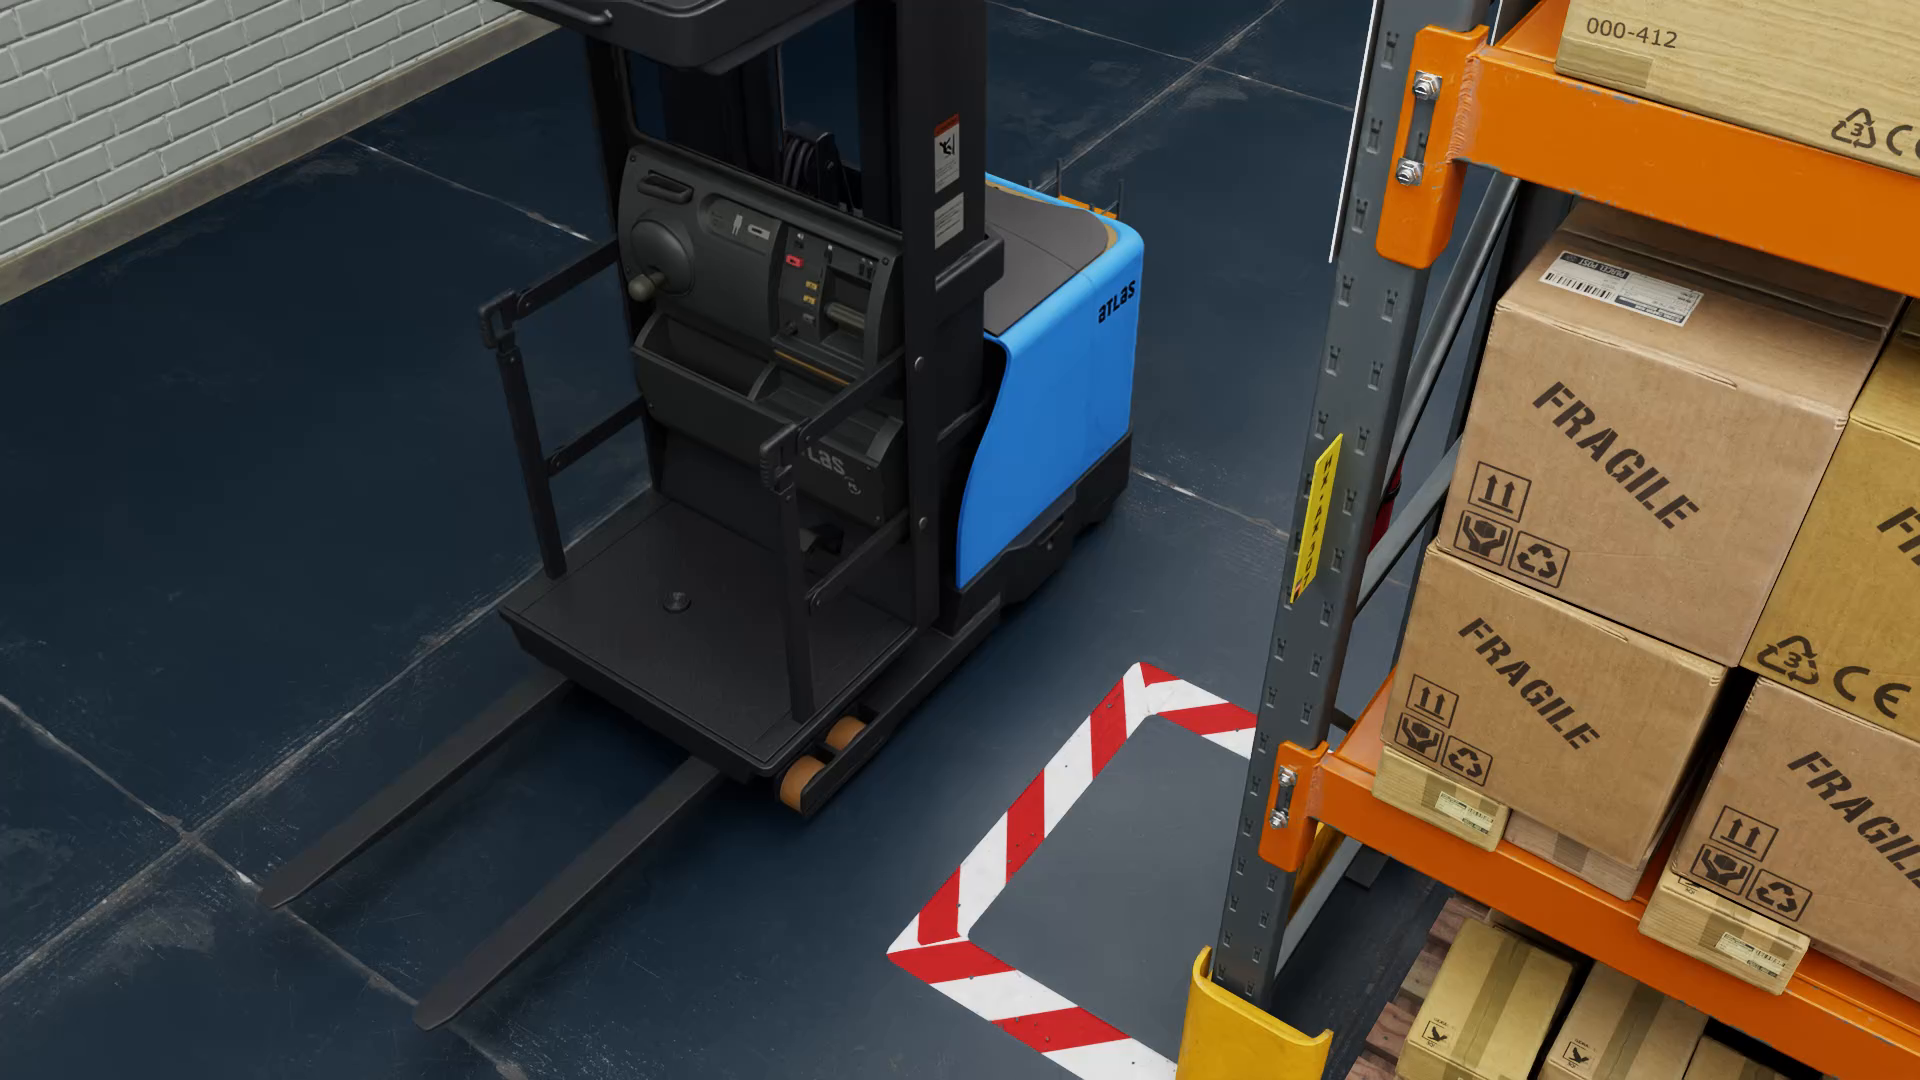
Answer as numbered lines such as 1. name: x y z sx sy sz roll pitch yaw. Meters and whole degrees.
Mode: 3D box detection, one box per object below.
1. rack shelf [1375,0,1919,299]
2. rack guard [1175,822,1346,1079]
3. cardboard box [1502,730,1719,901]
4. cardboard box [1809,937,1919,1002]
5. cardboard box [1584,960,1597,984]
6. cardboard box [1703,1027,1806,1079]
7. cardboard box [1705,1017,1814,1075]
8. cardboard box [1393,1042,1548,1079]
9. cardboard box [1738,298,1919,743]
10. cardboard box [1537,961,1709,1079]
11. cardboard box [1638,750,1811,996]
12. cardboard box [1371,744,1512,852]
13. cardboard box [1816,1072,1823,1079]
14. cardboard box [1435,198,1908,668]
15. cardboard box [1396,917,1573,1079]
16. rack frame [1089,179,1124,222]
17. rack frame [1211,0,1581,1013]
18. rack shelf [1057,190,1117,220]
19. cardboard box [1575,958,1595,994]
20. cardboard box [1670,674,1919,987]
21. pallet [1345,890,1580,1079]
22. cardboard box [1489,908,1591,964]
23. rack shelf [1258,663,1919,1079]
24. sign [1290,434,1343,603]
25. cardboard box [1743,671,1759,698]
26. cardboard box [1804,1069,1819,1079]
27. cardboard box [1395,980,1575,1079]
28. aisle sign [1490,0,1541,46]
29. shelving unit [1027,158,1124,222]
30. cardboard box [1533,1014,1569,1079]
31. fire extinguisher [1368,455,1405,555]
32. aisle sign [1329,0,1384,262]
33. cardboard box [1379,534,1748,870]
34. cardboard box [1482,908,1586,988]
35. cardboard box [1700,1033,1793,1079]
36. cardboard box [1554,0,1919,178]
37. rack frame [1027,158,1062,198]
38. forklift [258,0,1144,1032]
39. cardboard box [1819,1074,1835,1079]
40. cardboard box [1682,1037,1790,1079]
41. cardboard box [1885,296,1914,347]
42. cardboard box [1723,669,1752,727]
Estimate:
1. rack shelf: 2.568 -0.092 1.893 4.000 0.370 1.077 25 48 25
2. rack guard: 0.993 0.953 4.310 0.348 0.500 1.175 25 48 25
3. cardboard box: 1.240 0.464 3.171 0.250 0.149 0.380 27 48 27
4. cardboard box: 1.721 0.620 2.996 0.250 0.149 0.380 27 49 27
5. cardboard box: 1.710 0.963 4.024 0.250 0.149 0.380 24 47 24
6. cardboard box: 1.917 1.177 4.008 0.250 0.149 0.380 25 47 25
7. cardboard box: 1.953 1.031 3.948 0.250 0.149 0.380 23 47 24
8. cardboard box: 1.176 1.273 3.900 0.250 0.149 0.380 26 48 26
9. cardboard box: 1.563 -0.022 2.477 0.500 0.500 0.500 26 48 26
10. cardboard box: 1.460 1.102 3.645 0.250 0.149 0.380 26 48 26
11. cardboard box: 1.430 0.596 3.023 0.250 0.149 0.380 24 47 24
12. cardboard box: 1.008 0.389 3.254 0.250 0.149 0.380 25 47 25
13. cardboard box: 2.114 1.191 3.770 0.250 0.149 0.380 25 47 25
14. cardboard box: 1.146 -0.212 2.689 0.500 0.500 0.500 25 47 25
15. cardboard box: 1.165 1.062 3.690 0.250 0.149 0.380 23 47 24
16. rack frame: 0.482 -0.752 5.803 0.008 1.050 0.200 25 48 26
17. rack frame: 0.931 -0.008 3.509 0.127 3.000 1.000 25 48 25
18. rack shelf: 0.382 -1.002 5.673 0.240 0.259 0.215 25 48 26
19. cardboard box: 1.750 1.029 4.174 0.250 0.149 0.380 27 48 27
20. cardboard box: 1.593 0.358 2.803 0.500 0.500 0.500 25 48 25
21. pallet: 1.638 1.391 4.037 1.213 0.211 1.003 25 48 25
22. cardboard box: 1.527 0.833 4.169 0.250 0.149 0.380 24 47 24
23. rack shelf: 2.568 1.026 2.893 4.000 0.370 1.077 25 48 25
24. sign: 0.620 -0.034 2.890 0.005 0.325 0.100 25 48 25
25. cardboard box: 1.865 0.076 3.118 0.500 0.500 0.500 24 47 25
26. cardboard box: 2.127 1.264 3.910 0.250 0.149 0.380 26 48 26
27. cardboard box: 1.213 1.128 3.840 0.250 0.149 0.380 27 48 27
28. aisle sign: 1.043 -1.168 2.857 0.004 0.787 0.394 25 48 25
29. shelving unit: 0.382 -0.799 5.855 0.252 1.050 0.215 25 48 26
30. cardboard box: 1.437 1.329 3.838 0.250 0.149 0.380 25 47 25
31. fire extinguisher: 0.990 -0.189 4.049 0.183 0.674 0.296 25 48 25
32. aisle sign: 0.699 -0.841 2.491 0.004 0.787 0.394 25 48 25
33. cardboard box: 1.140 0.167 3.016 0.500 0.500 0.500 27 49 27
34. cardboard box: 1.482 0.986 4.222 0.250 0.149 0.380 26 48 26
35. cardboard box: 1.655 1.309 3.638 0.250 0.149 0.380 26 48 26
36. cardboard box: 1.152 -0.758 2.211 0.500 0.250 0.500 27 48 27
37. rack frame: 0.283 -0.846 5.908 0.008 1.050 0.200 25 48 26
38. forklift: -0.680 -0.667 4.298 1.130 2.935 3.031 26 48 26
39. cardboard box: 1.843 1.318 3.404 0.250 0.149 0.380 23 47 23
40. cardboard box: 1.592 1.269 3.460 0.250 0.149 0.380 25 47 25
41. cardboard box: 1.448 -0.489 2.999 0.500 0.500 0.500 24 47 25
42. cardboard box: 1.756 0.260 3.399 0.250 0.149 0.380 25 47 25
